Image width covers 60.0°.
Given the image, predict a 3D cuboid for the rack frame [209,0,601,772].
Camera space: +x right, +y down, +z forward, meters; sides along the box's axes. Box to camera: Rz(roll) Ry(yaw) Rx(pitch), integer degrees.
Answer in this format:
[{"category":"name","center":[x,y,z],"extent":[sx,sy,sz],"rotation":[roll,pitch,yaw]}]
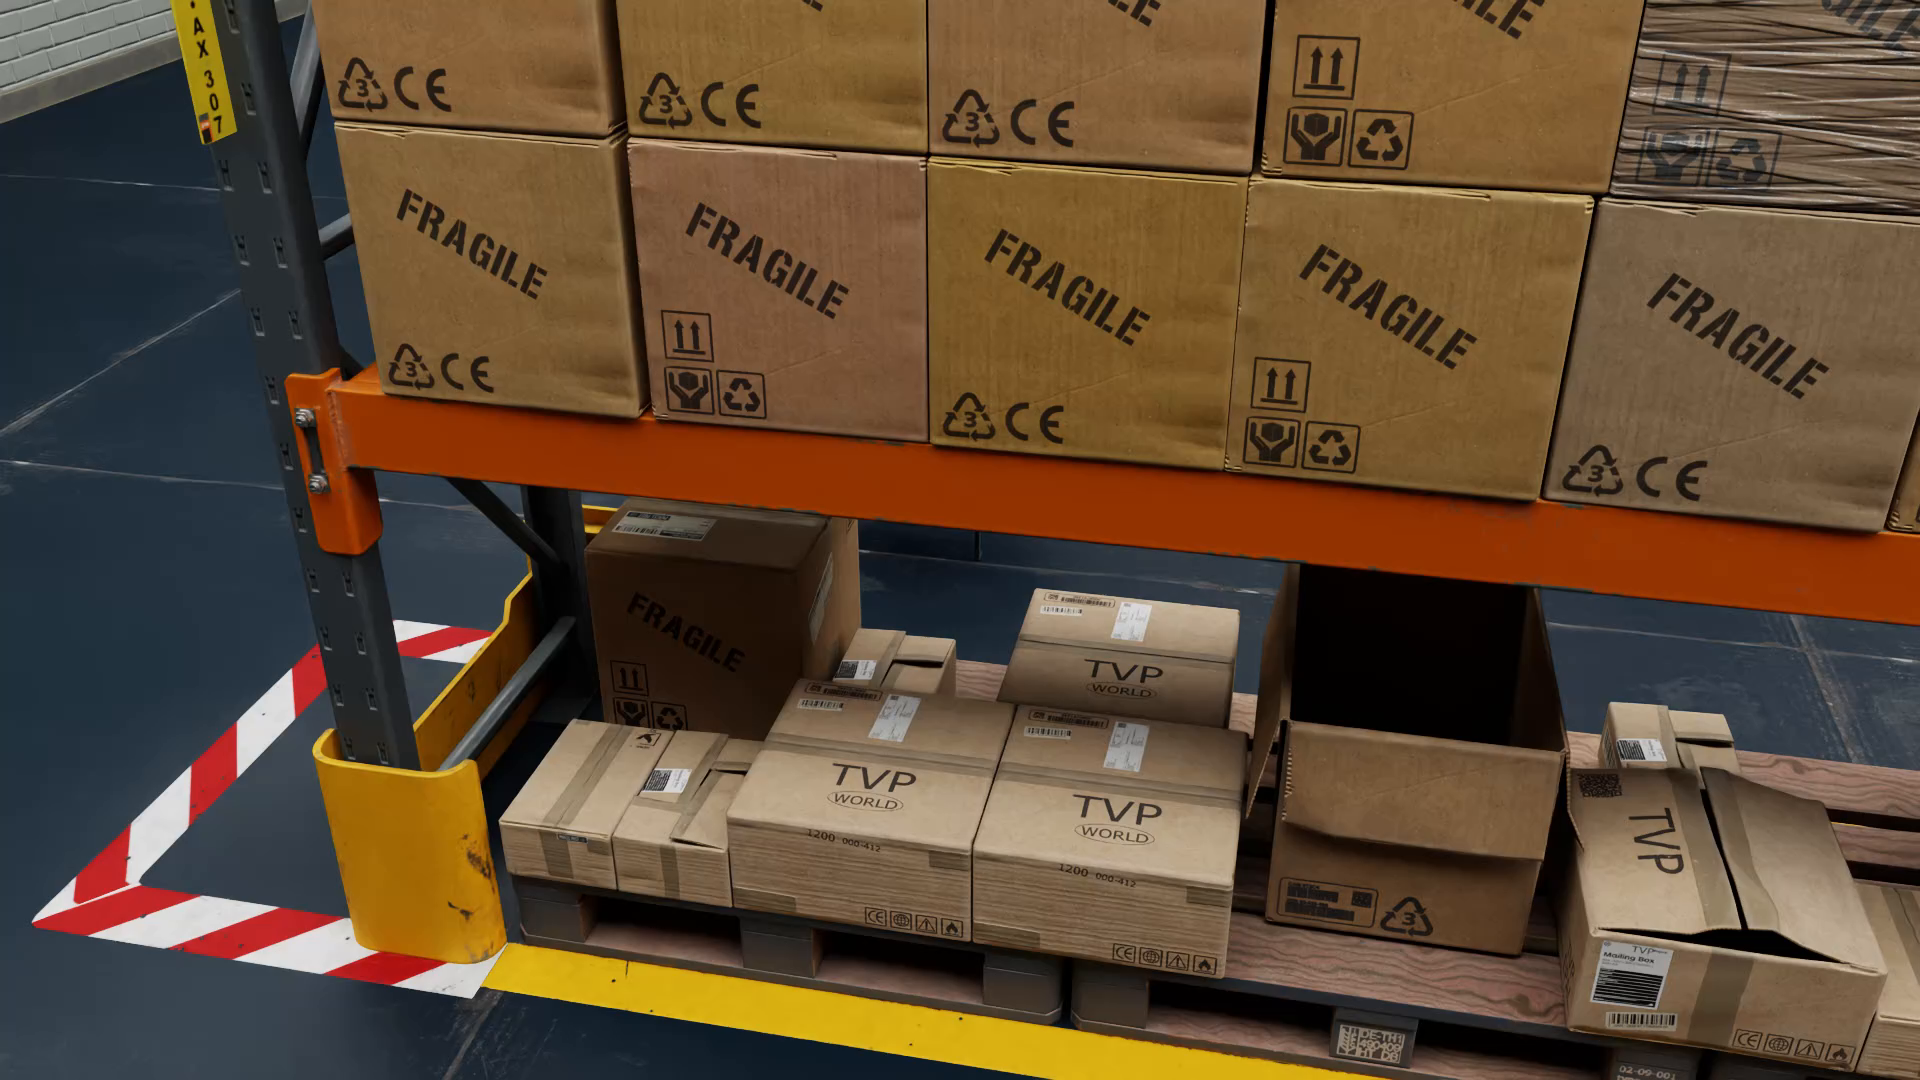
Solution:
[{"category":"rack frame","center":[-1.131,-0.695,3.397],"extent":[0.127,3.000,1.000],"rotation":[6,29,11]}]

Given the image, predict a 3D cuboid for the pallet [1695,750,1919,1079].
[{"category":"pallet","center":[2.109,0.860,3.460],"extent":[1.213,0.211,1.003],"rotation":[6,29,11]}]

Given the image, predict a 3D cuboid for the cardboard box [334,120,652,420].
[{"category":"cardboard box","center":[-0.753,-0.571,3.065],"extent":[0.500,0.500,0.500],"rotation":[6,29,12]}]

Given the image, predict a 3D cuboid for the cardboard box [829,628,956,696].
[{"category":"cardboard box","center":[-0.171,0.376,3.932],"extent":[0.250,0.166,0.380],"rotation":[6,29,11]}]

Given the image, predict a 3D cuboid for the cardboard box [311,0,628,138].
[{"category":"cardboard box","center":[-0.753,-1.010,2.825],"extent":[0.500,0.500,0.500],"rotation":[7,29,12]}]

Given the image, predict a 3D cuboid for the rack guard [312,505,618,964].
[{"category":"rack guard","center":[-1.057,0.409,3.983],"extent":[0.348,0.500,1.175],"rotation":[6,29,11]}]

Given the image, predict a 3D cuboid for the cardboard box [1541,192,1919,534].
[{"category":"cardboard box","center":[1.231,-0.369,2.697],"extent":[0.500,0.500,0.500],"rotation":[7,29,12]}]

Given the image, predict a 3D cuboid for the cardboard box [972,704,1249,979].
[{"category":"cardboard box","center":[0.319,0.606,3.425],"extent":[0.500,0.250,0.500],"rotation":[6,29,11]}]

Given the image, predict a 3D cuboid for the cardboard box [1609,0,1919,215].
[{"category":"cardboard box","center":[1.237,-0.807,2.454],"extent":[0.500,0.500,0.500],"rotation":[6,29,11]}]

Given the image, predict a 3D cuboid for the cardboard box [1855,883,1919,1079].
[{"category":"cardboard box","center":[1.785,0.830,3.121],"extent":[0.250,0.149,0.380],"rotation":[6,29,11]}]

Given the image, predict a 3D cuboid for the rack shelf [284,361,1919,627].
[{"category":"rack shelf","center":[0.824,-0.179,3.203],"extent":[4.000,0.370,1.077],"rotation":[6,29,11]}]

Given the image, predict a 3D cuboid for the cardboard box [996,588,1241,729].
[{"category":"cardboard box","center":[0.375,0.366,3.863],"extent":[0.500,0.250,0.500],"rotation":[6,29,11]}]

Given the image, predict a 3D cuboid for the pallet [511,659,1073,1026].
[{"category":"pallet","center":[-0.277,0.615,3.907],"extent":[1.213,0.211,1.003],"rotation":[6,29,11]}]

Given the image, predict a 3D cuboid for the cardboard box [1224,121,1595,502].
[{"category":"cardboard box","center":[0.732,-0.419,2.788],"extent":[0.500,0.500,0.500],"rotation":[6,29,11]}]

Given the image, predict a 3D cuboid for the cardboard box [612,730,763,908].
[{"category":"cardboard box","center":[-0.549,0.583,3.554],"extent":[0.250,0.166,0.380],"rotation":[6,29,11]}]

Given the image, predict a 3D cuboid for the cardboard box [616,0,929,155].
[{"category":"cardboard box","center":[-0.240,-0.961,2.736],"extent":[0.500,0.500,0.500],"rotation":[6,29,11]}]

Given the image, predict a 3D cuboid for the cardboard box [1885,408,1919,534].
[{"category":"cardboard box","center":[1.734,-0.319,2.605],"extent":[0.500,0.500,0.500],"rotation":[7,29,12]}]

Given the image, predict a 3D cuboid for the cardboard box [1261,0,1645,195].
[{"category":"cardboard box","center":[0.746,-0.858,2.548],"extent":[0.500,0.500,0.500],"rotation":[6,29,10]}]

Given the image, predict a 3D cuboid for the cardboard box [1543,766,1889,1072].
[{"category":"cardboard box","center":[1.430,0.693,3.202],"extent":[0.500,0.311,0.500],"rotation":[6,29,11]}]

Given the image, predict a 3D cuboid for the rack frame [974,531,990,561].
[{"category":"rack frame","center":[0.077,-0.518,4.948],"extent":[0.015,1.200,0.240],"rotation":[6,29,11]}]

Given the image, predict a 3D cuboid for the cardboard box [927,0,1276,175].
[{"category":"cardboard box","center":[0.249,-0.908,2.640],"extent":[0.500,0.500,0.500],"rotation":[6,29,11]}]

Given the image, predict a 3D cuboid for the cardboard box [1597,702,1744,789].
[{"category":"cardboard box","center":[1.567,0.530,3.651],"extent":[0.250,0.166,0.380],"rotation":[6,29,11]}]

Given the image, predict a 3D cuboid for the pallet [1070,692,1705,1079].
[{"category":"pallet","center":[0.912,0.738,3.682],"extent":[1.213,0.211,1.003],"rotation":[6,29,11]}]

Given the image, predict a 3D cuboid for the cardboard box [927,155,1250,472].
[{"category":"cardboard box","center":[0.243,-0.470,2.881],"extent":[0.500,0.500,0.500],"rotation":[6,29,10]}]

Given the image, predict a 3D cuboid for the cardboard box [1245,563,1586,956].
[{"category":"cardboard box","center":[0.942,0.422,3.498],"extent":[0.637,0.503,0.797],"rotation":[6,29,11]}]

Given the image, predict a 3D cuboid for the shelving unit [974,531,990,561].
[{"category":"shelving unit","center":[-0.162,-0.543,4.992],"extent":[0.503,1.200,0.258],"rotation":[6,29,11]}]

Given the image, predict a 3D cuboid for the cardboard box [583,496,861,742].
[{"category":"cardboard box","center":[-0.548,0.147,4.003],"extent":[0.500,0.500,0.500],"rotation":[6,29,11]}]

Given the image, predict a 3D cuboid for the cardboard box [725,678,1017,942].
[{"category":"cardboard box","center":[-0.170,0.556,3.517],"extent":[0.500,0.250,0.500],"rotation":[6,29,11]}]

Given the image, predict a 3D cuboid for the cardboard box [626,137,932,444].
[{"category":"cardboard box","center":[-0.247,-0.522,2.975],"extent":[0.500,0.500,0.500],"rotation":[6,29,10]}]

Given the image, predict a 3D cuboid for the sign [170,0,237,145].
[{"category":"sign","center":[-1.245,-0.820,2.723],"extent":[0.005,0.325,0.100],"rotation":[6,29,11]}]

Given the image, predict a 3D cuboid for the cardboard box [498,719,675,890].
[{"category":"cardboard box","center":[-0.794,0.565,3.604],"extent":[0.250,0.149,0.380],"rotation":[6,29,11]}]
